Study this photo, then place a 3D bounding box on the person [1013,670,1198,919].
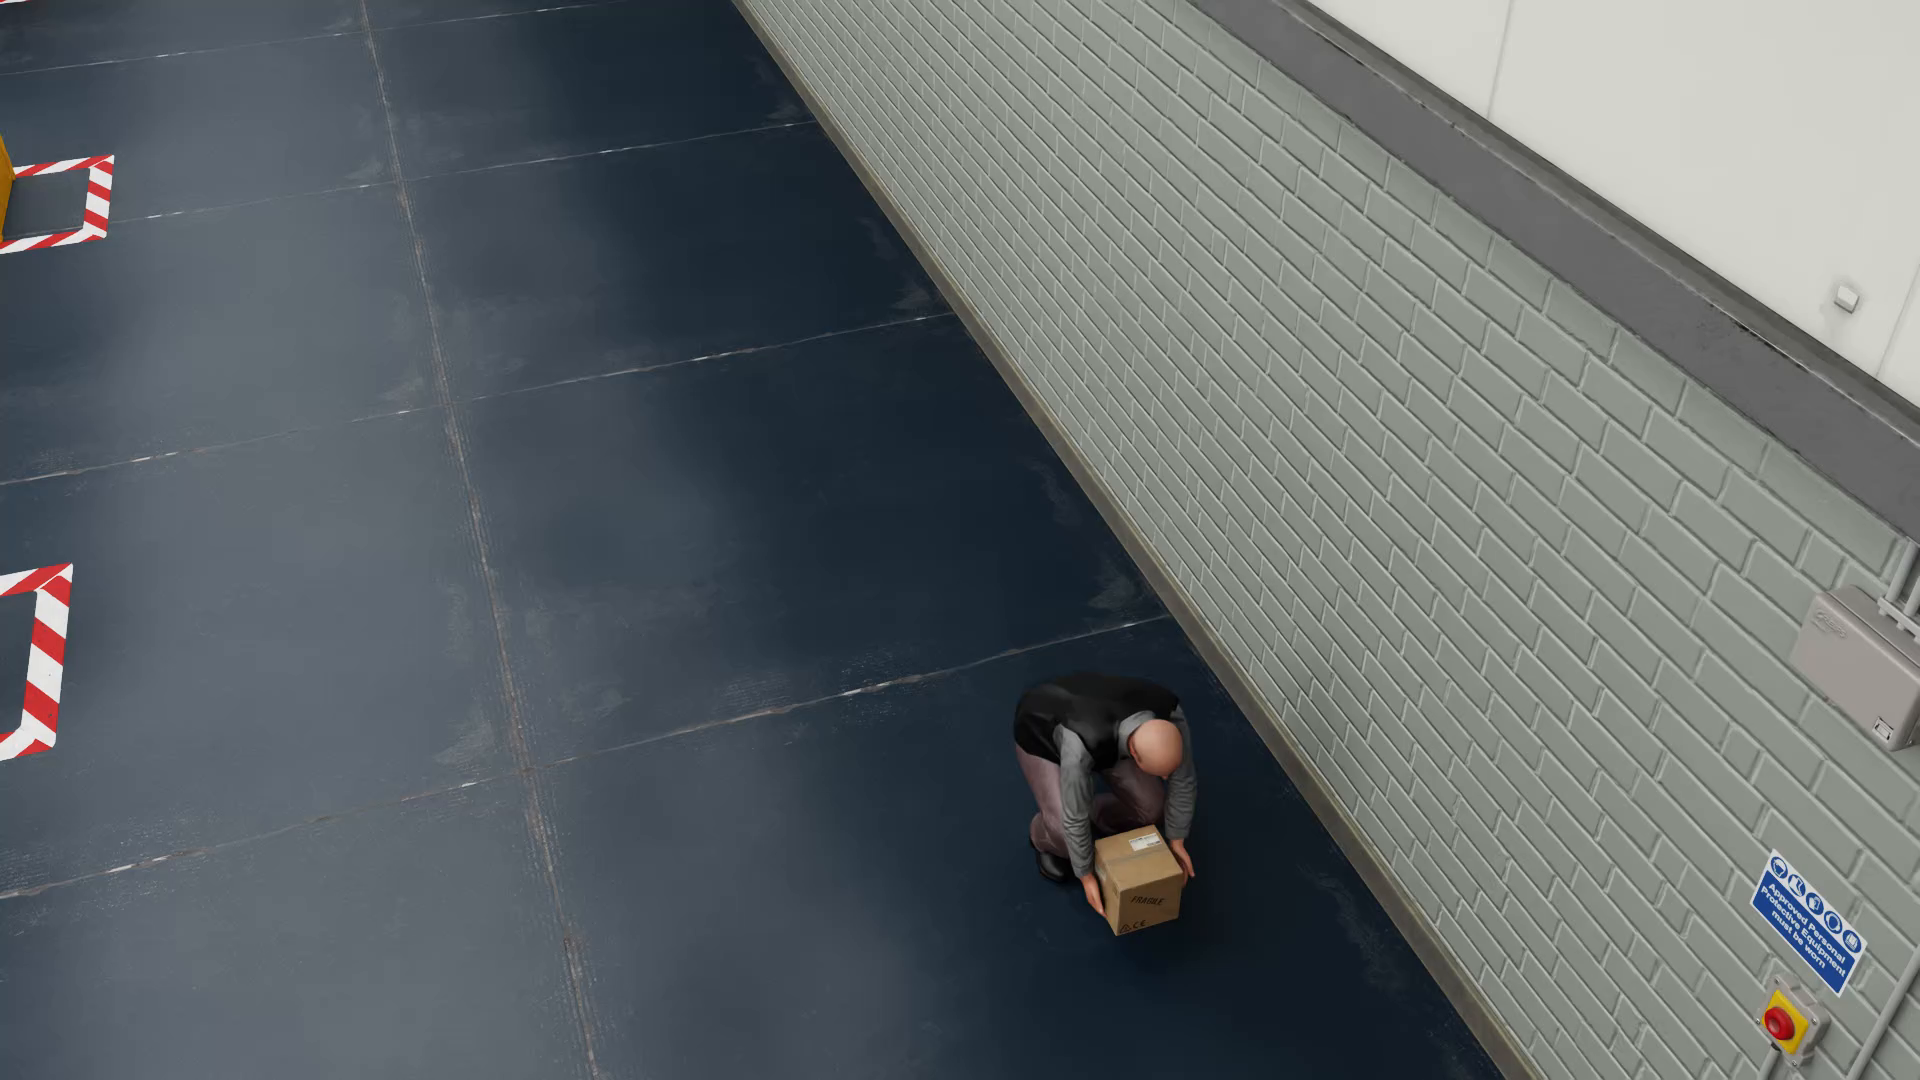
[{"bbox_3d":[0.550,0.877,6.238,0.548,1.025,0.855,-13,39,-16],"label":"person"}]
